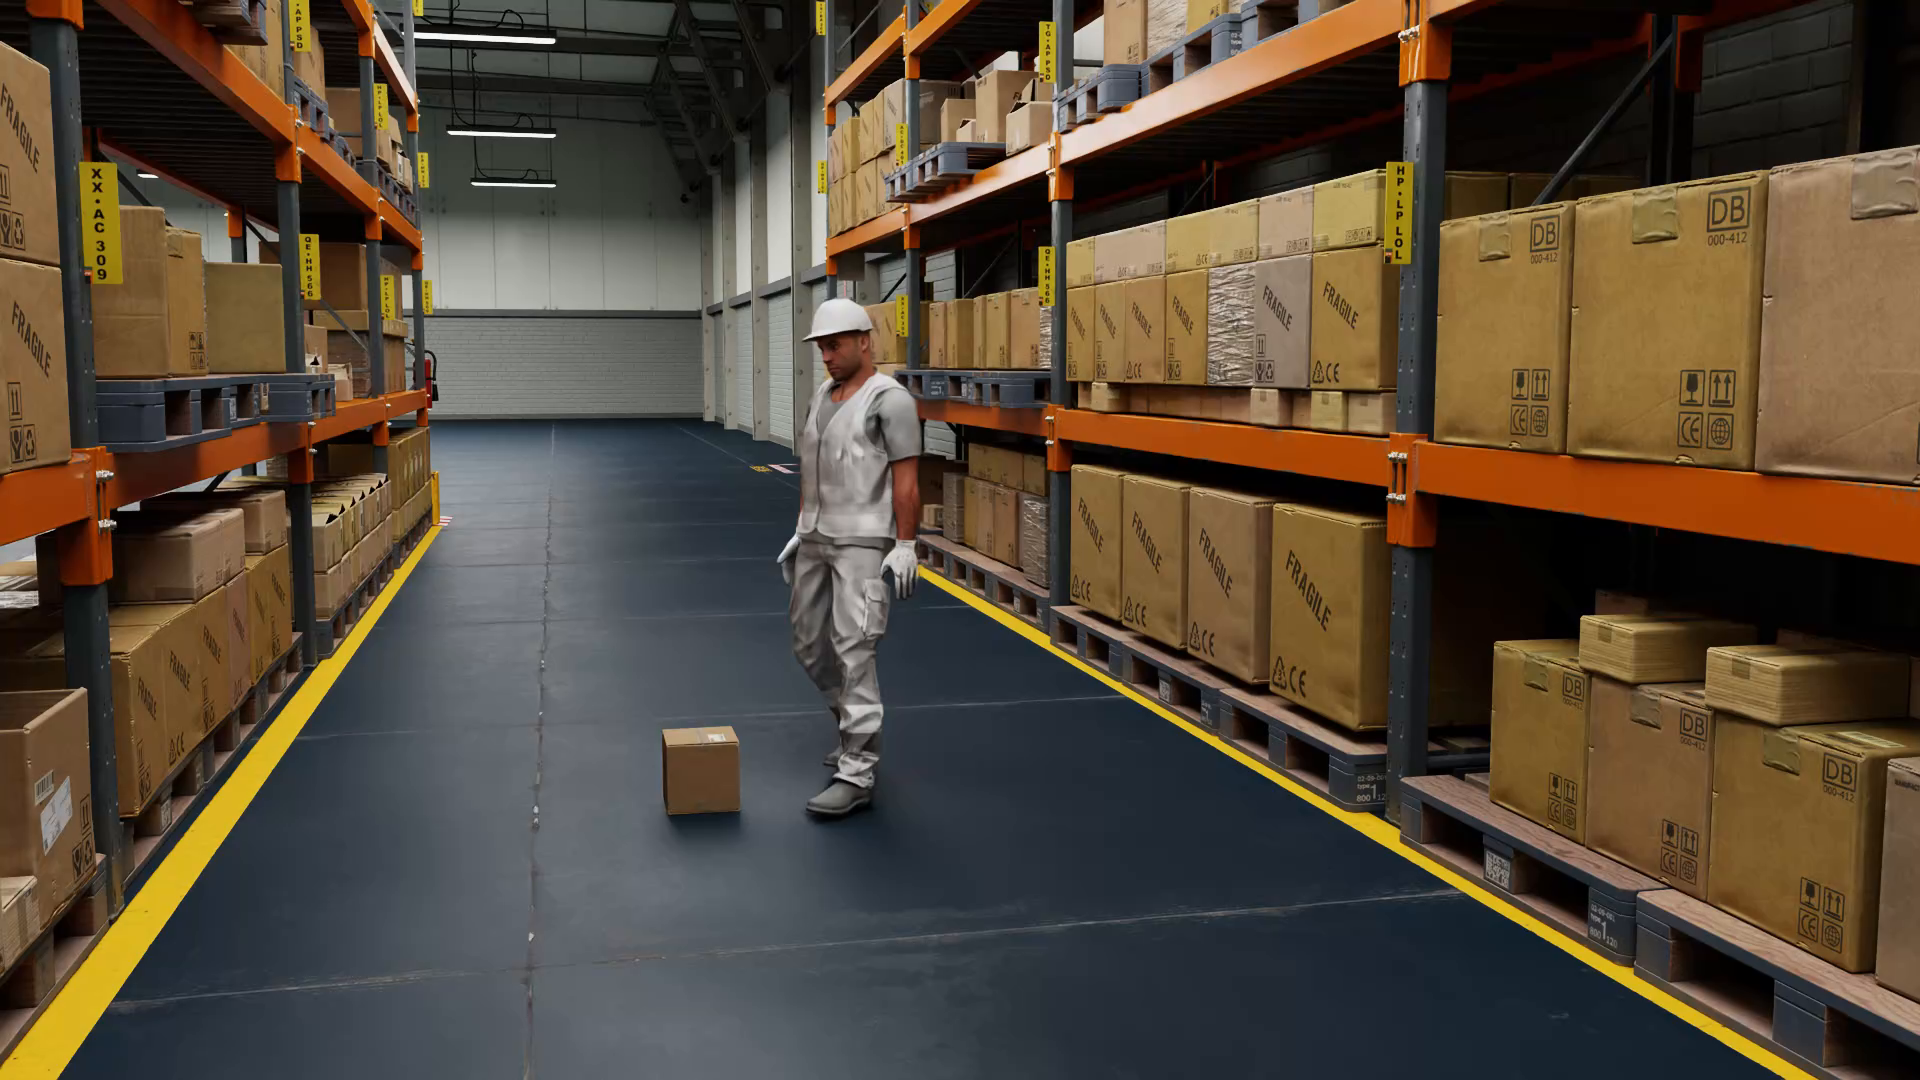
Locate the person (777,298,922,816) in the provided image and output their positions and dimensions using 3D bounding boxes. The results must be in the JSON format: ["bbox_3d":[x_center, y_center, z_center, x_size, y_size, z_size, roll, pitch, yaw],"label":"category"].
[{"bbox_3d":[-0.435,0.029,5.951,0.647,1.775,0.570,-6,8,-43],"label":"person"}]
